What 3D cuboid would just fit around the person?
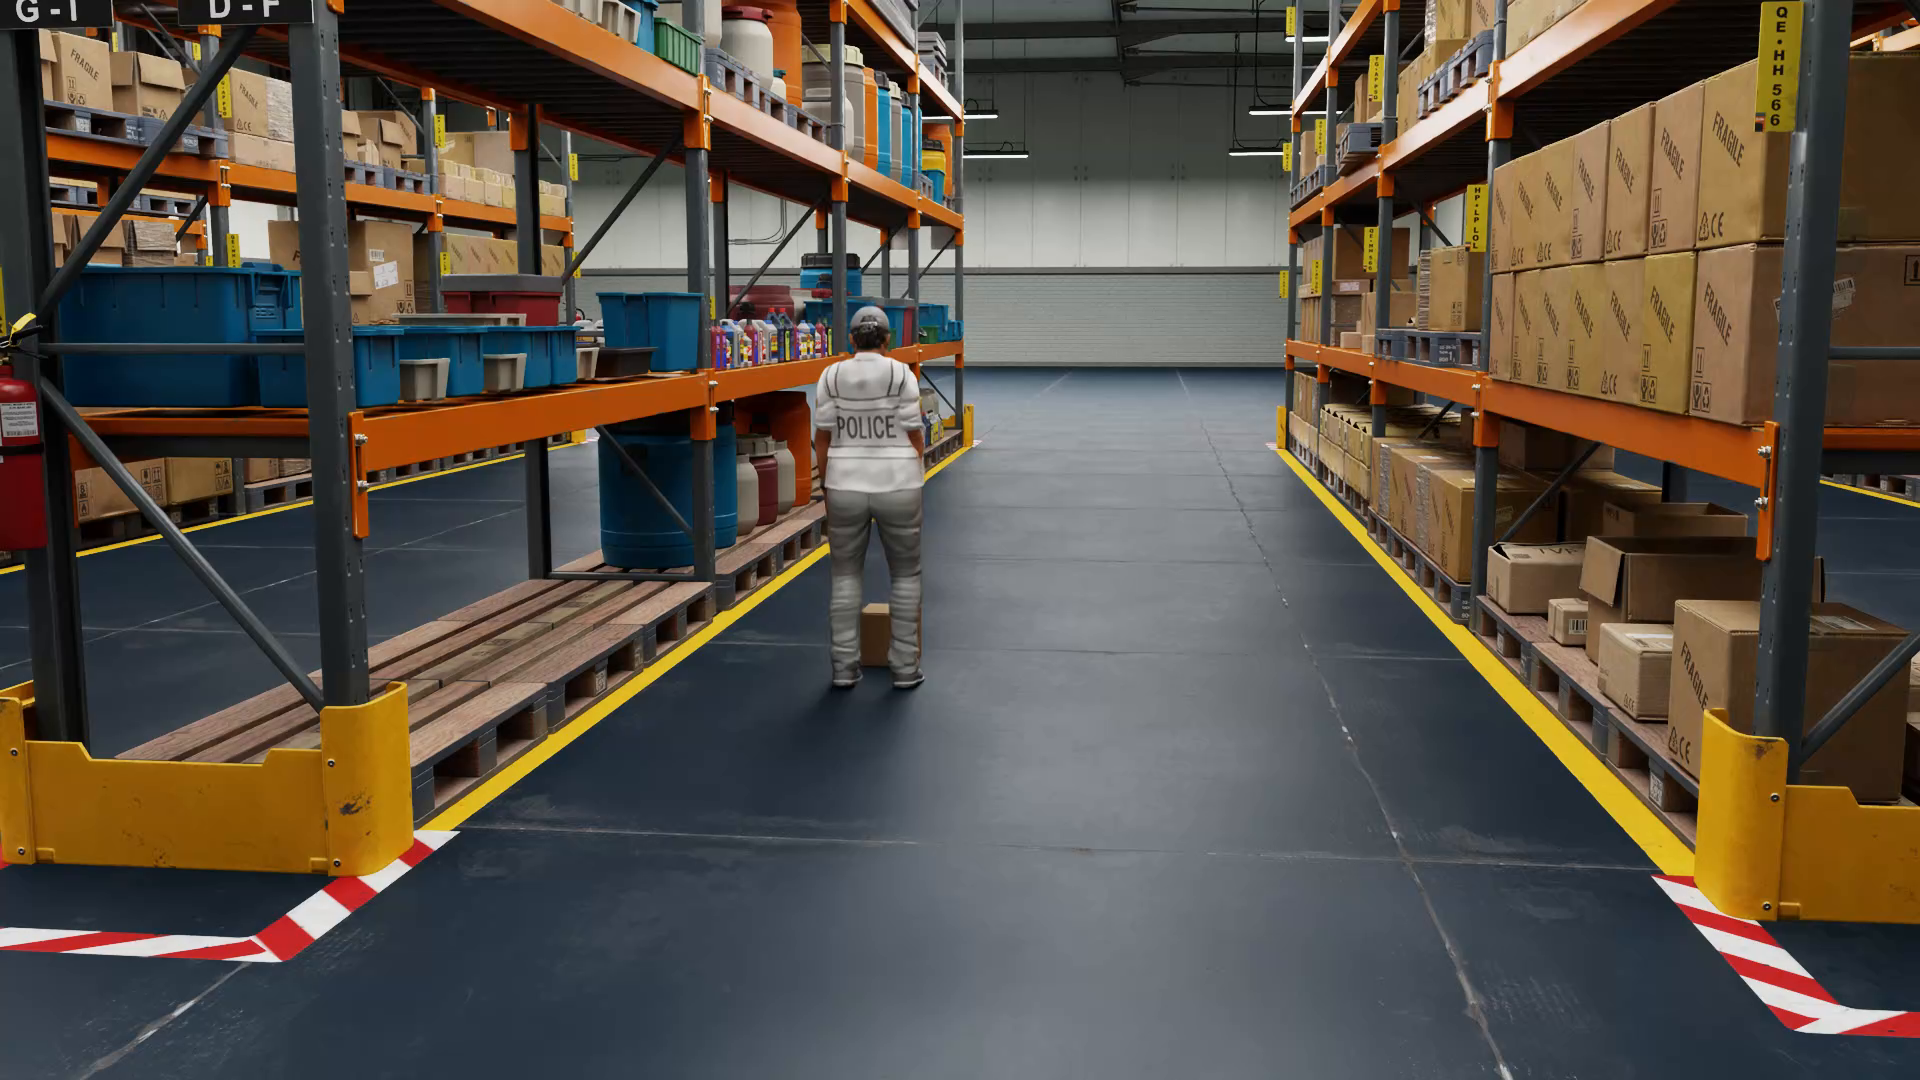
[{"bbox_3d":[-0.391,-0.179,7.216,0.478,1.650,0.409,1,8,7],"label":"person"}]
